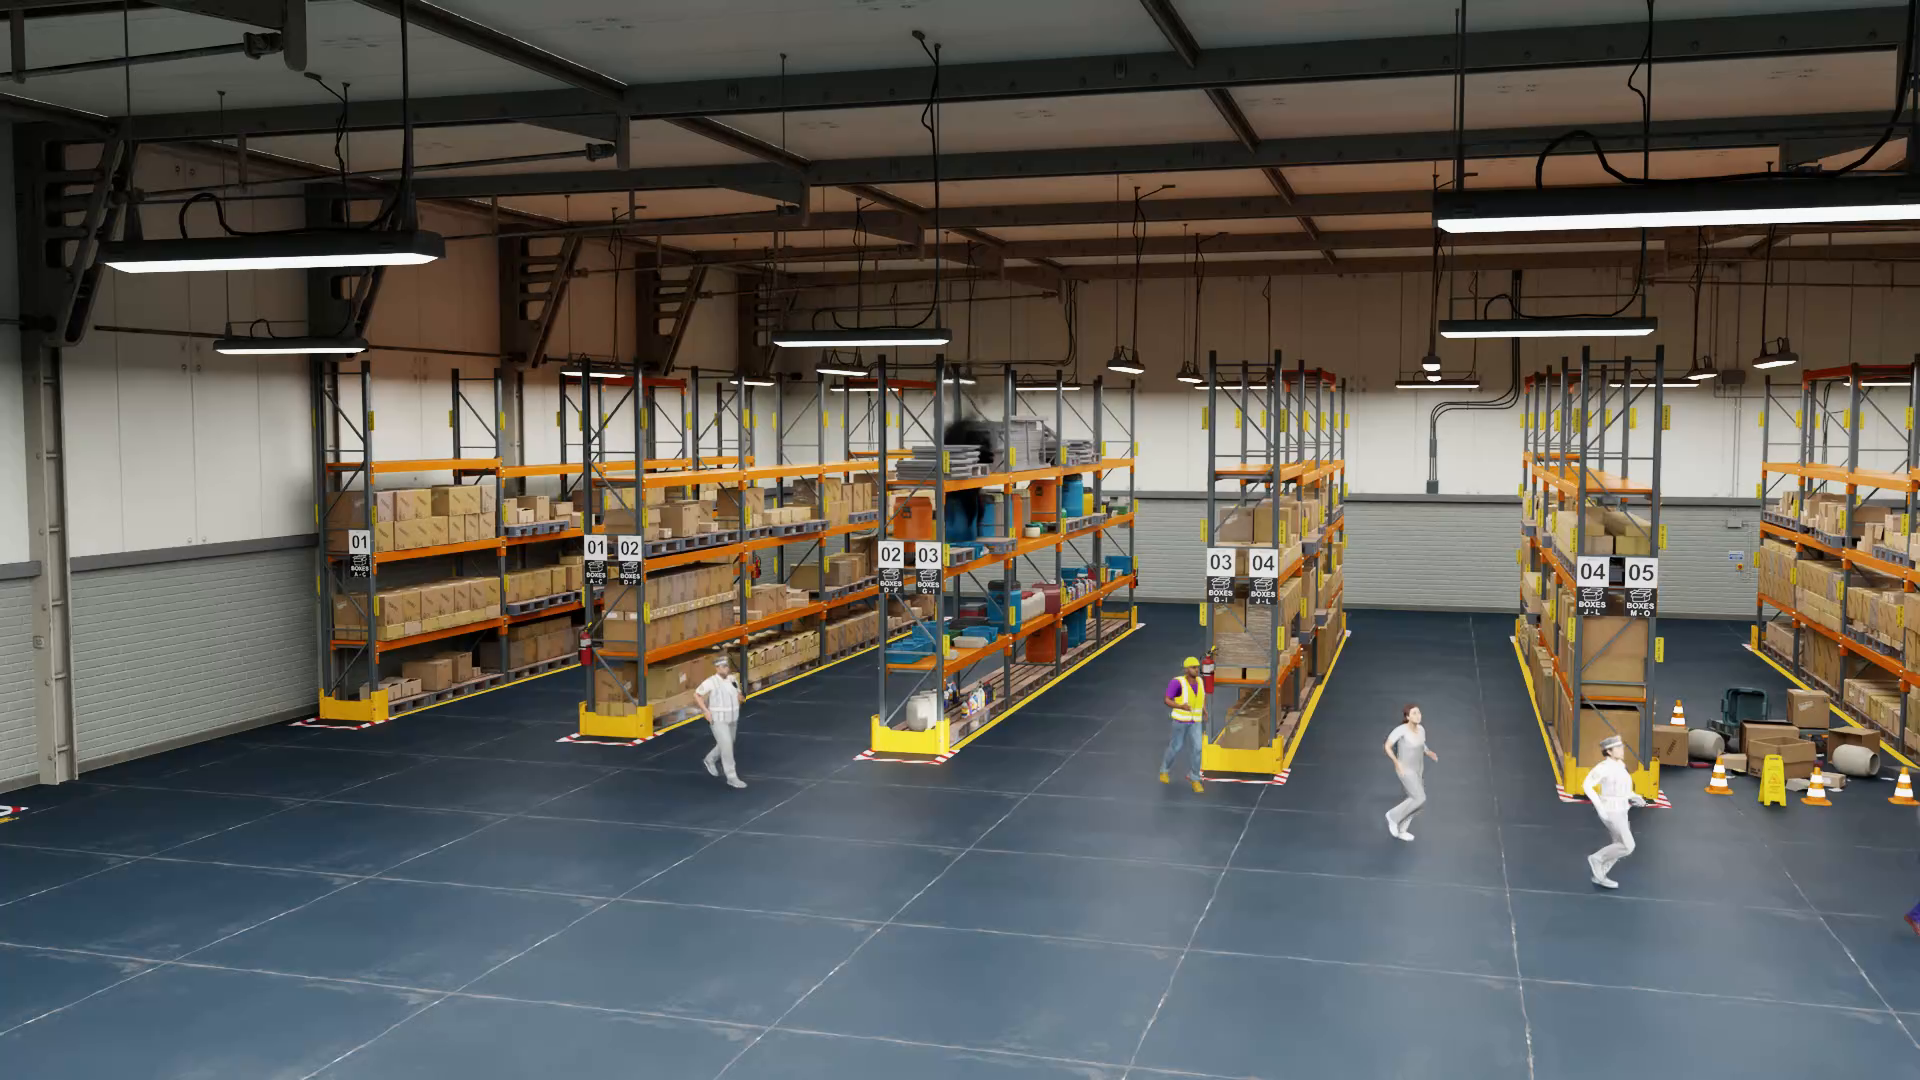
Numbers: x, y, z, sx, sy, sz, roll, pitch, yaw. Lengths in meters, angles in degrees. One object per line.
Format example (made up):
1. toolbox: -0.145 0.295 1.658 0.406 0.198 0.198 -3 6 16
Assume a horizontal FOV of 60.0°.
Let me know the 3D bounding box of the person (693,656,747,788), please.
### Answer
1. person: -3.256 2.461 22.861 0.991 1.766 0.663 3 5 39

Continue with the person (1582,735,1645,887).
1. person: 7.021 2.901 17.756 0.600 1.652 0.548 -4 6 -43

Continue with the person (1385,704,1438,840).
1. person: 5.409 2.768 19.823 0.551 1.637 0.558 -3 5 -36

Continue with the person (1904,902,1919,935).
1. person: 9.444 3.060 15.733 0.614 1.678 0.898 -2 5 -28

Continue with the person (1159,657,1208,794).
1. person: 3.118 2.496 22.674 0.729 1.814 0.792 -2 4 -22
